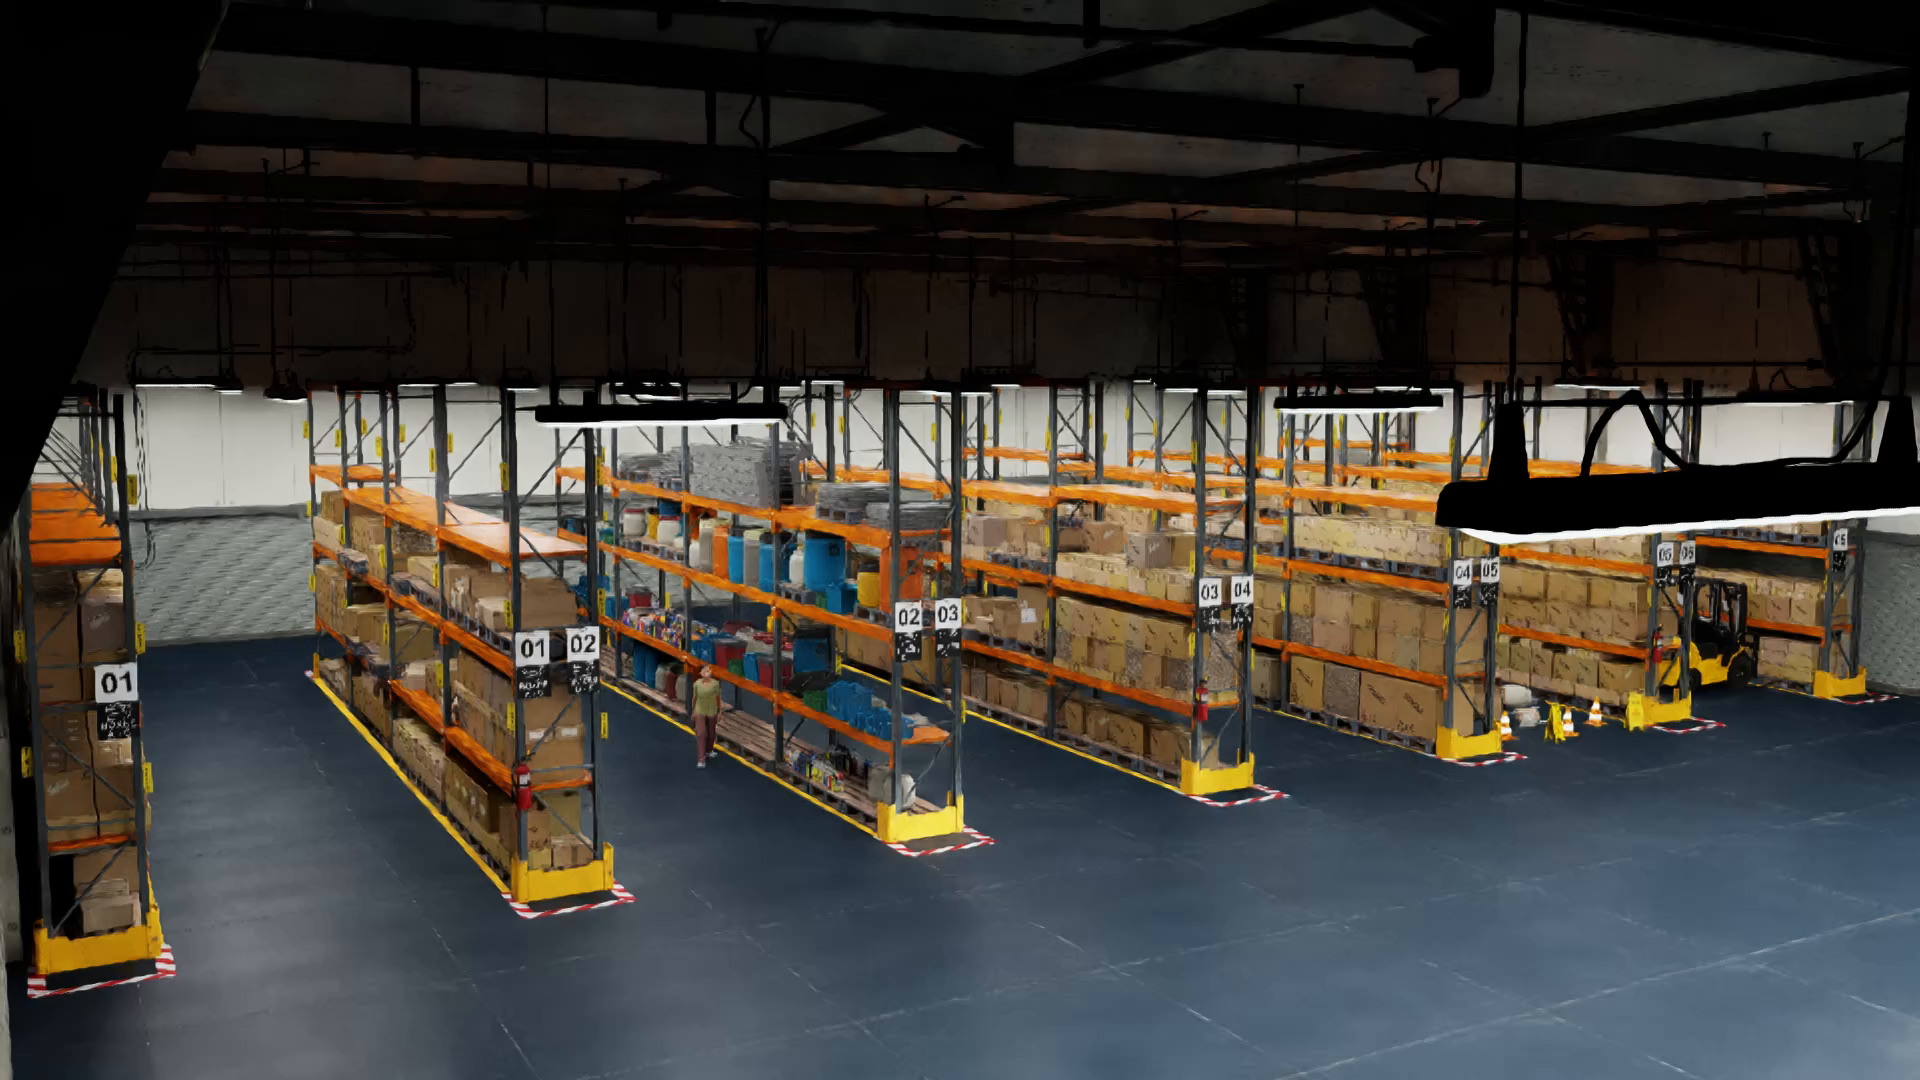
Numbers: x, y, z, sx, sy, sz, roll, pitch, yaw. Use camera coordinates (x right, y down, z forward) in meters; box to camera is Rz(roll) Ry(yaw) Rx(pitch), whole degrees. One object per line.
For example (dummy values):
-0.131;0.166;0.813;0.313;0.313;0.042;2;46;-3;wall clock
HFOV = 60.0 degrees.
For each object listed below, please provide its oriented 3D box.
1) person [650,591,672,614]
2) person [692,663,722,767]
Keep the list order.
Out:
-6.312;1.821;34.939;0.605;1.612;0.662;-5;8;-37;person
-3.996;2.730;26.283;0.464;1.619;0.926;-1;6;-13;person
